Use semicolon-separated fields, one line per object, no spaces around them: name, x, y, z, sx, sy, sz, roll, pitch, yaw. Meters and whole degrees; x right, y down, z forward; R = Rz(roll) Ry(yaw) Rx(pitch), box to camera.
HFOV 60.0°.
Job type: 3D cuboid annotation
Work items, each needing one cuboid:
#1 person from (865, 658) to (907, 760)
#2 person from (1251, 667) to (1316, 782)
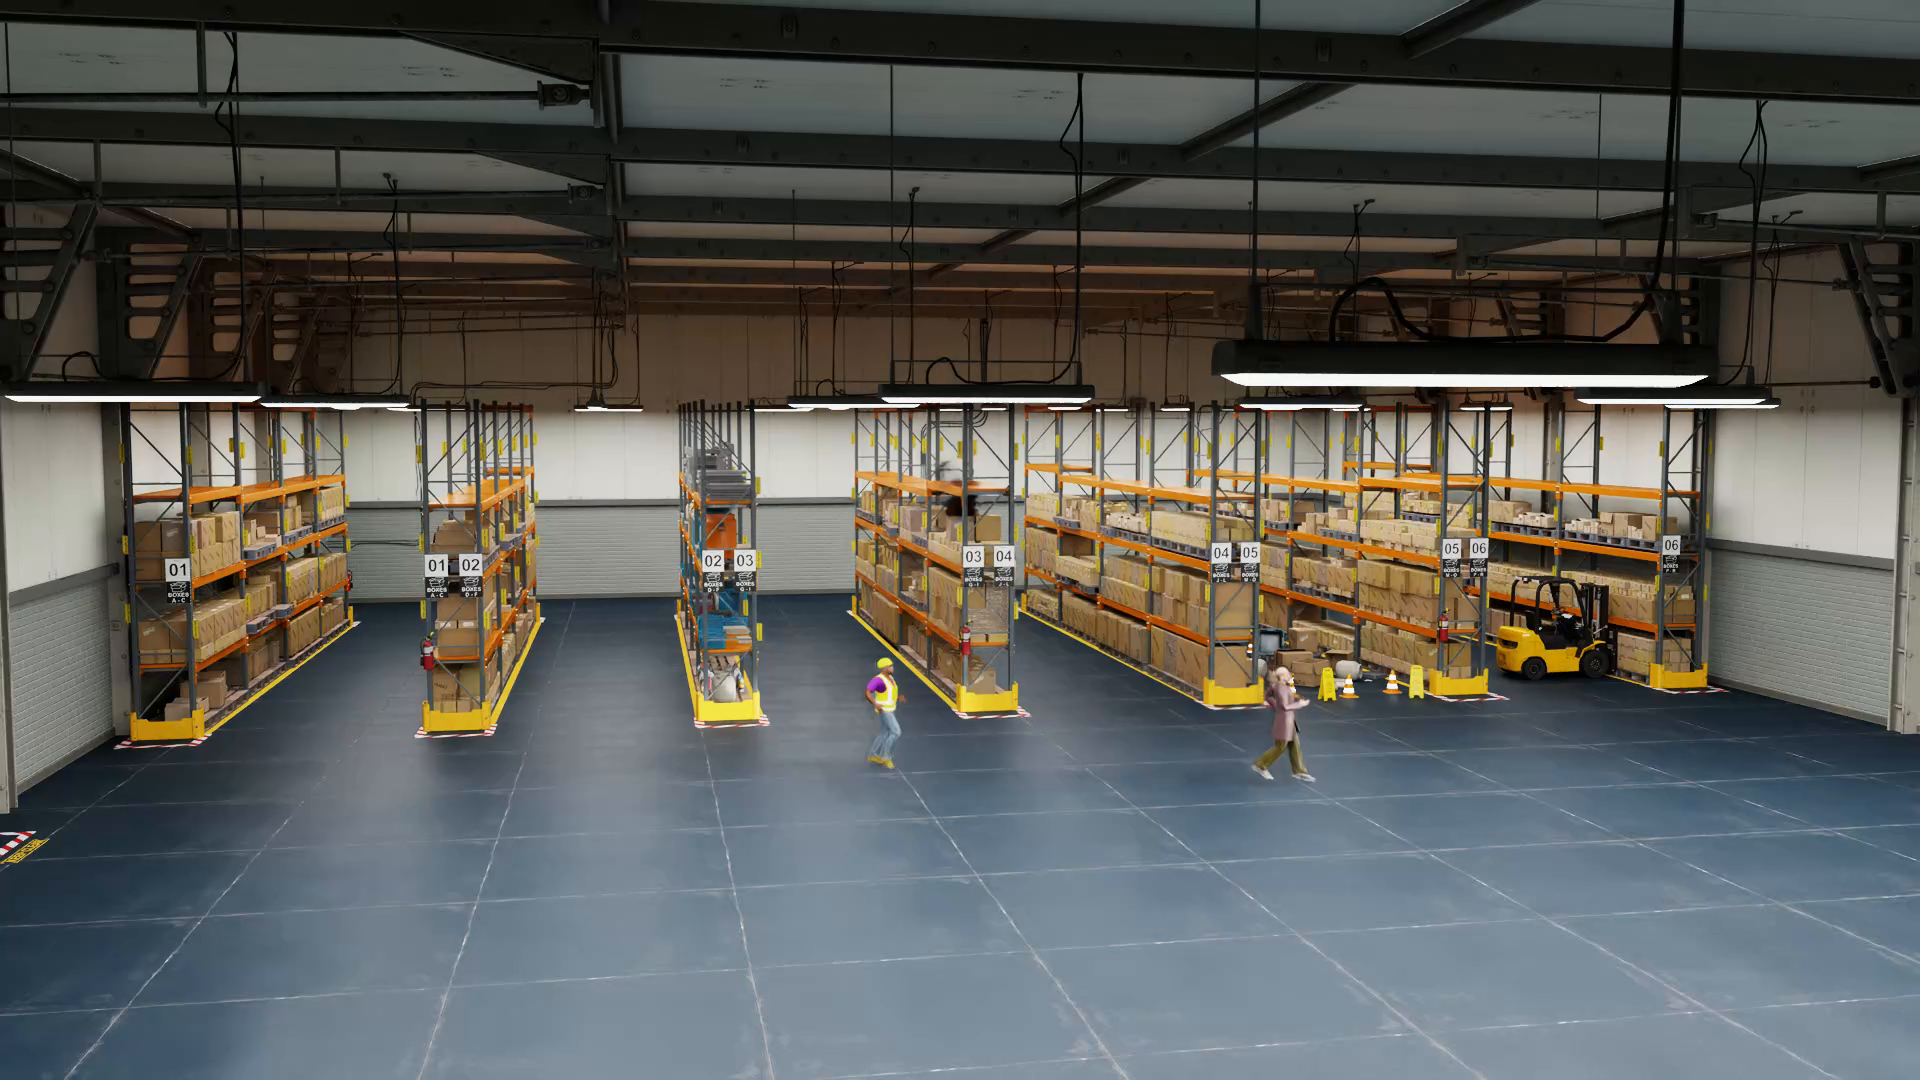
person;-1.200;2.738;27.016;0.653;1.654;0.684;1;4;14
person;5.021;2.864;25.758;0.997;1.773;0.671;1;4;10
